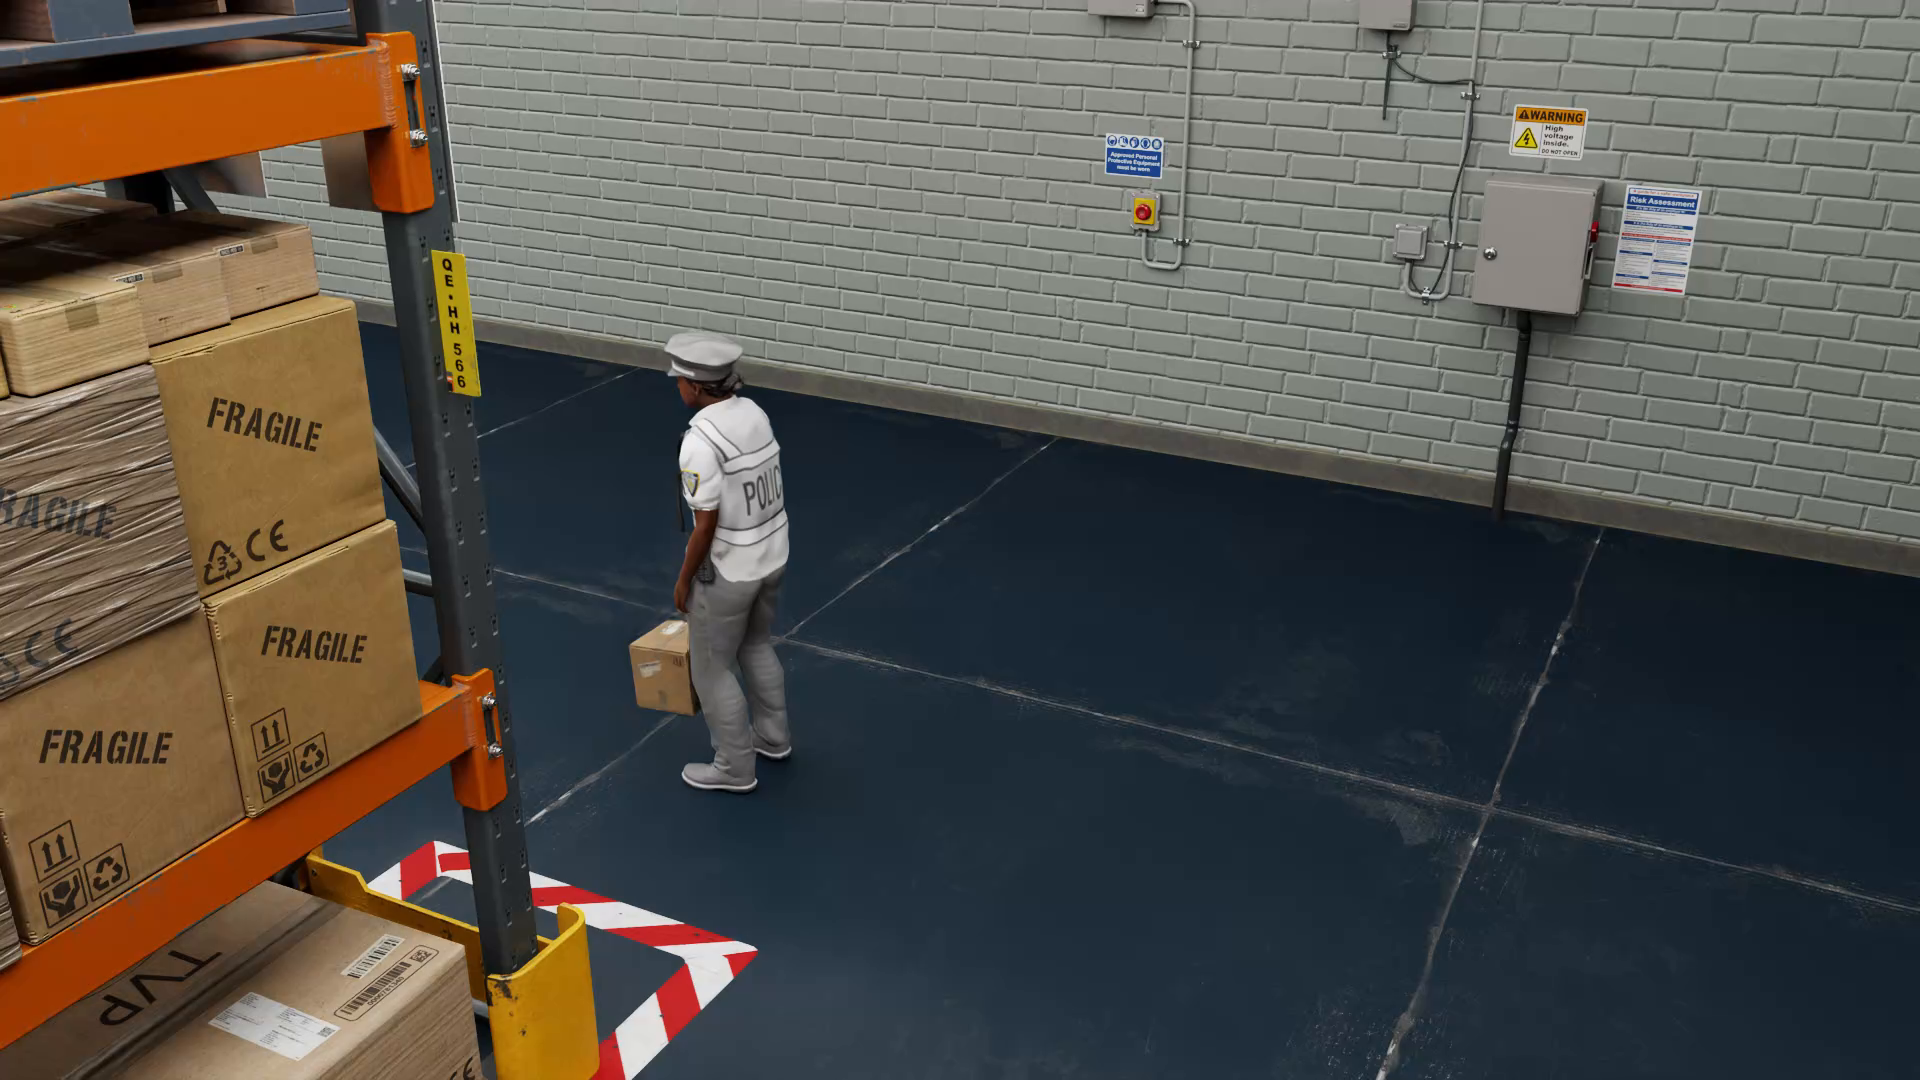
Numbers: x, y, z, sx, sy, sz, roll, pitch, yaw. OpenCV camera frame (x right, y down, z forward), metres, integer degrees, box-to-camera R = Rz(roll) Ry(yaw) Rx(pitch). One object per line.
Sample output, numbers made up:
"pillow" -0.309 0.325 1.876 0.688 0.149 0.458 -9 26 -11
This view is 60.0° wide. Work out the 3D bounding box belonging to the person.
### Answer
"person" -0.802 0.093 5.866 0.371 1.667 0.497 10 25 23
